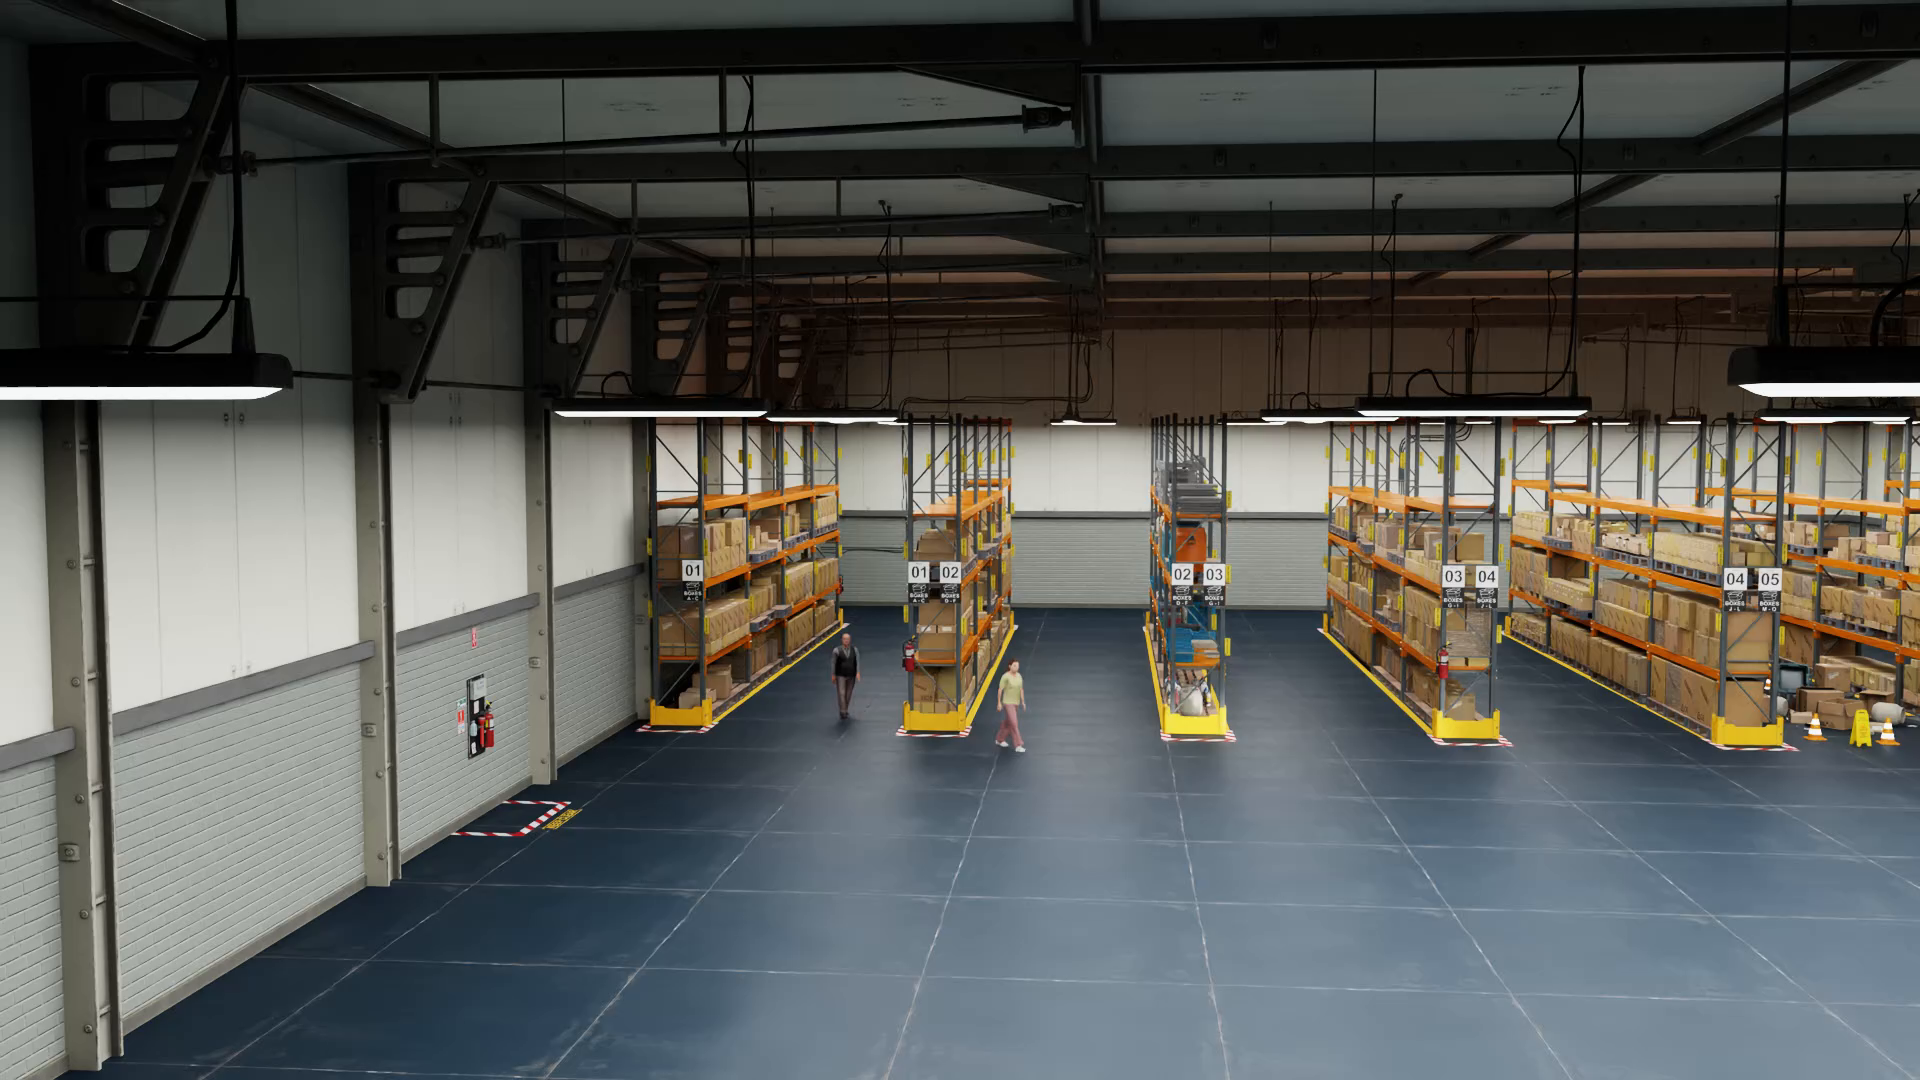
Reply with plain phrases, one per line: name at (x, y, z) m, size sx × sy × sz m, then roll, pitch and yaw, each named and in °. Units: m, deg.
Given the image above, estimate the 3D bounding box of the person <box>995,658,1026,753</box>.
person at (0.948, 2.900, 29.477) m, size 0.959 × 1.618 × 0.493 m, roll 4°, pitch 5°, yaw 44°

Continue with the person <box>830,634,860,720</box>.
person at (-2.214, 2.670, 32.577) m, size 0.570 × 1.663 × 1.054 m, roll -2°, pitch 4°, yaw -24°
